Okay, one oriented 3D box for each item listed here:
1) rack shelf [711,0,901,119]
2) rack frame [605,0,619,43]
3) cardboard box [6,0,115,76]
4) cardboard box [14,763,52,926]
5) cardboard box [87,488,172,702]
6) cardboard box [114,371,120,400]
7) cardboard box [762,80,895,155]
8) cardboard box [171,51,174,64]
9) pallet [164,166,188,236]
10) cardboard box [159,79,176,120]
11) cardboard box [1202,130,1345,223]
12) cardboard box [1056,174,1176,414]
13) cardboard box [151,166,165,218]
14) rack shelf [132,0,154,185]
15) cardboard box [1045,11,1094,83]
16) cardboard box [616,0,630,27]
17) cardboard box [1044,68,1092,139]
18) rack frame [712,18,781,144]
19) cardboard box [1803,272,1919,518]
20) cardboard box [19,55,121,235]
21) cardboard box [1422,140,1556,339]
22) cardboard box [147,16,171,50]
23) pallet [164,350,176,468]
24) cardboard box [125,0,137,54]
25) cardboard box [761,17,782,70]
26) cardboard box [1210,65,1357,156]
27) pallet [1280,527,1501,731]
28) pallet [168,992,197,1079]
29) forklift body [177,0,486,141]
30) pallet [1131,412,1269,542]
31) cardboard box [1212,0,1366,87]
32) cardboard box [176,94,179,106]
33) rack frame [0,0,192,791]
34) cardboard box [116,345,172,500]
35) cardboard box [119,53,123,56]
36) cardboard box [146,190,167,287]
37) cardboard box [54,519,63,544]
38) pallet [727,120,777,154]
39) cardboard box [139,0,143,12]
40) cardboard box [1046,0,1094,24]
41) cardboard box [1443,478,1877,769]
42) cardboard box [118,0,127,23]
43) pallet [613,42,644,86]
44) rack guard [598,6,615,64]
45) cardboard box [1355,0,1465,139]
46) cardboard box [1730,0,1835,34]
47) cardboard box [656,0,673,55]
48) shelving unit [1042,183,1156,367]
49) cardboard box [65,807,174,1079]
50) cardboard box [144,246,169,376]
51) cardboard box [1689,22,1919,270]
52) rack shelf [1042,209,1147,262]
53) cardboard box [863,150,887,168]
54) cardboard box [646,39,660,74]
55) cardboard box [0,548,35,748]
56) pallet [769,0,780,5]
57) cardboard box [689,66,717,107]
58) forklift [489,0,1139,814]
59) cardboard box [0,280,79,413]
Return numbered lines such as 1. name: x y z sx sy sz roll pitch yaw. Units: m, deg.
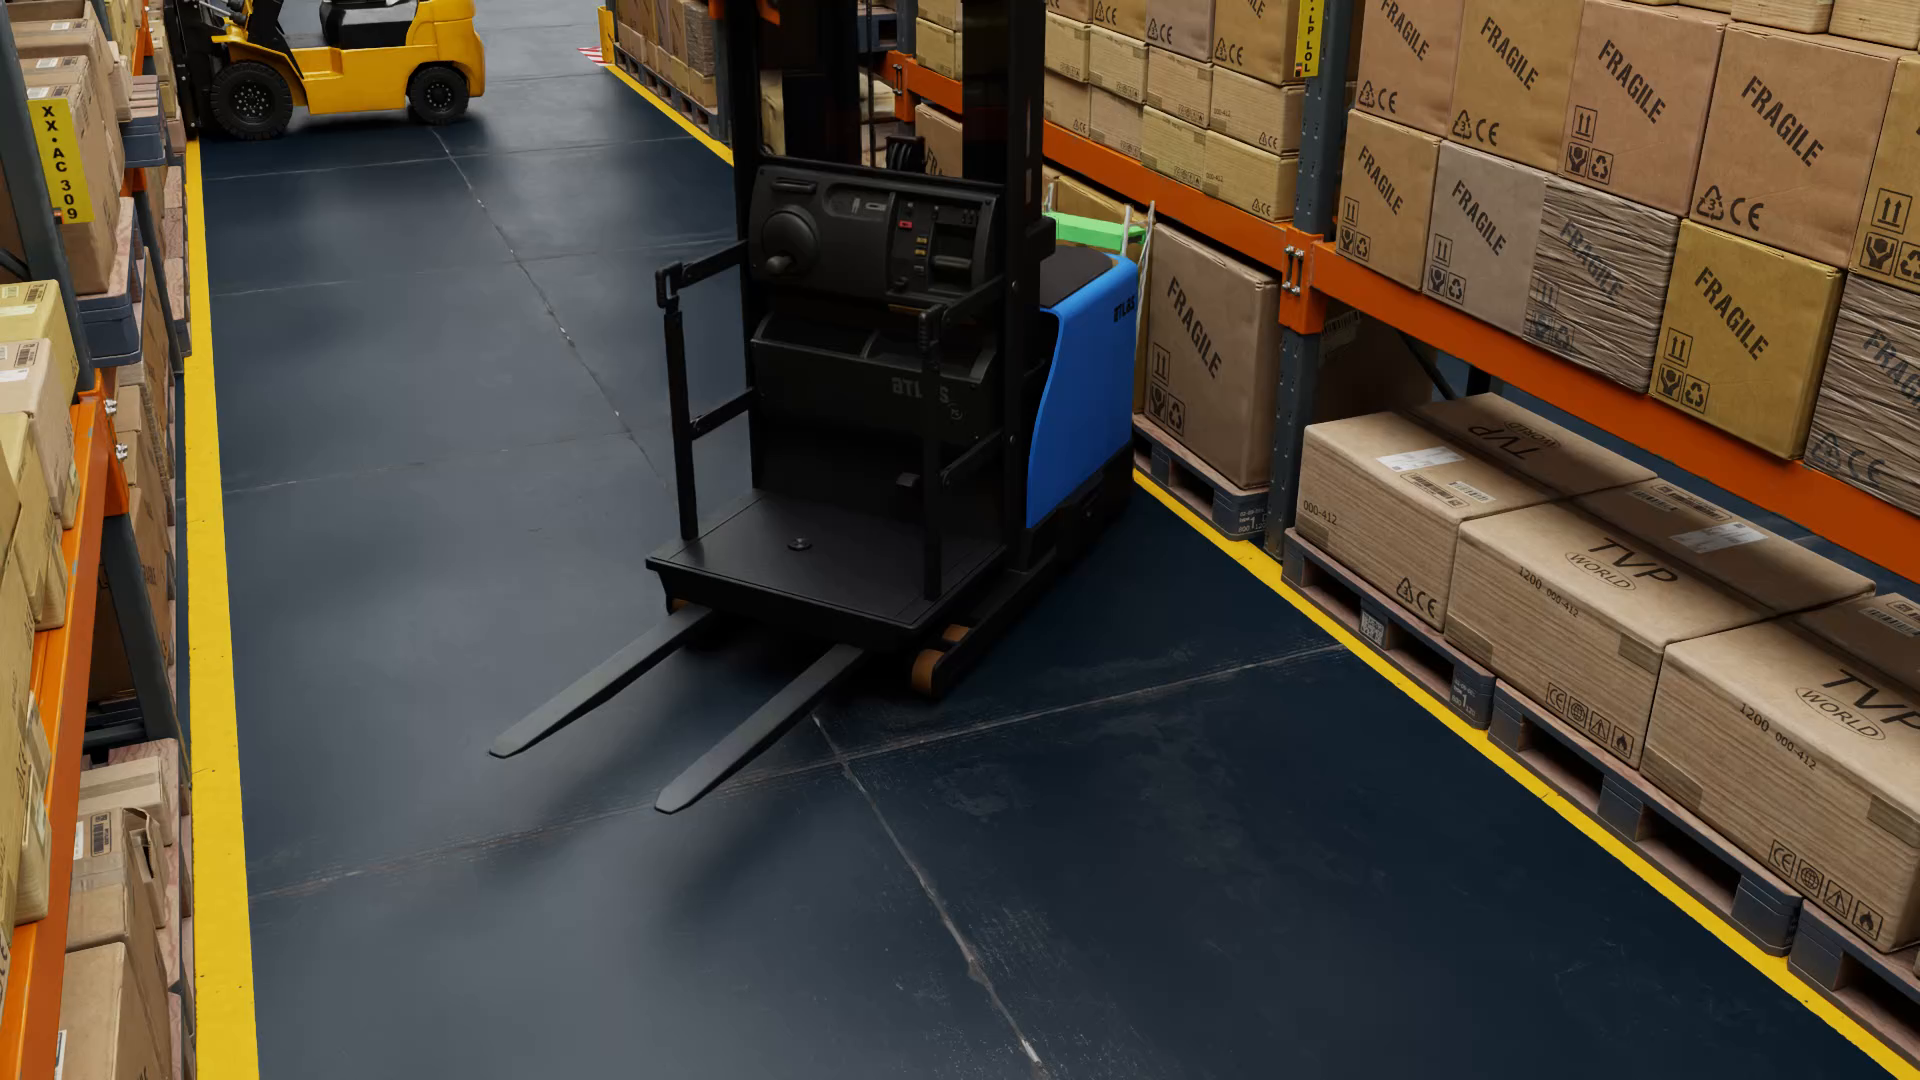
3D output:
1. rack shelf: -0.653 -3.464 11.246 1.077 0.370 4.000 -11 28 -21
2. rack frame: -3.003 -6.210 16.050 1.000 3.000 0.127 -11 28 -21
3. cardboard box: -3.626 -1.734 6.286 0.797 0.503 0.637 -11 28 -22
4. cardboard box: -1.638 0.508 2.576 0.380 0.149 0.250 -11 28 -22
5. cardboard box: -2.851 0.190 5.313 0.500 0.500 0.500 -9 28 -18
6. cardboard box: -3.334 -0.575 6.139 0.380 0.149 0.250 -10 28 -19
7. cardboard box: -0.944 -3.102 12.201 0.950 0.372 0.625 -9 27 -17
8. cardboard box: -6.490 -3.779 13.156 0.500 0.250 0.500 -11 28 -21
9. pallet: -5.677 -2.197 11.009 1.003 0.211 1.213 -11 28 -21
10. cardboard box: -5.907 -3.167 11.902 0.500 0.250 0.500 -11 28 -21
11. cardboard box: 1.289 -1.436 6.443 0.500 0.250 0.500 -11 28 -22
12. cardboard box: 1.019 -1.199 7.730 0.875 0.875 0.875 -10 28 -19
13. cardboard box: -5.490 -2.339 10.349 0.875 0.625 0.625 -11 28 -21
14. rack shelf: -5.219 -2.610 9.497 1.077 0.370 4.000 -11 28 -21
15. cardboard box: 0.673 -2.271 7.584 0.500 0.250 0.500 -10 28 -20
16. cardboard box: -2.931 -5.117 15.612 0.500 0.500 0.500 -12 28 -22
17. cardboard box: 0.704 -2.056 7.714 0.500 0.250 0.500 -11 28 -21
18. rack frame: -1.436 -4.595 12.742 1.000 3.000 0.127 -11 28 -21
19. cardboard box: 2.438 -0.356 3.946 0.500 0.500 0.500 -10 28 -19
20. cardboard box: -3.055 -1.187 5.170 0.700 0.500 0.500 -10 28 -20
21. cardboard box: 1.833 -0.972 5.208 0.500 0.500 0.500 -10 28 -20
22. cardboard box: -6.299 -3.799 12.628 0.500 0.250 0.500 -10 28 -19
23. pallet: -4.178 -0.565 7.666 1.003 0.211 1.213 -11 28 -21
24. cardboard box: -4.986 -2.900 9.441 0.500 0.250 0.500 -10 28 -19
25. cardboard box: -1.419 -4.170 13.672 0.500 0.500 0.500 -9 27 -18
26. cardboard box: 1.300 -1.659 6.330 0.500 0.250 0.500 -11 28 -21
27. pallet: 1.923 0.208 6.083 1.003 0.211 1.213 -11 28 -21
28. pallet: -2.119 1.513 3.411 1.003 0.211 1.213 -11 28 -21
29. forklift body: -5.147 -4.522 13.560 2.313 2.155 1.214 -11 28 -21
30. pallet: 1.325 -0.411 7.351 1.003 0.211 1.213 -11 28 -21
31. cardboard box: 1.291 -1.997 6.167 0.500 0.500 0.500 -10 28 -19
32. cardboard box: -6.100 -3.148 12.434 0.500 0.250 0.500 -11 28 -22
33. rack frame: -2.869 -0.511 4.378 1.000 3.000 0.127 -11 28 -21
34. cardboard box: -3.458 -0.436 6.595 0.500 0.500 0.500 -12 28 -22
35. cardboard box: -4.384 -2.279 8.171 0.500 0.250 0.500 -10 28 -20
36. cardboard box: -4.667 -1.502 8.634 0.875 0.625 0.625 -10 28 -19
37. cardboard box: -2.188 0.000 3.618 0.380 0.149 0.250 -10 28 -19
38. pallet: -1.130 -3.028 12.711 1.003 0.211 1.213 -11 28 -21
39. cardboard box: -5.564 -3.515 10.701 0.500 0.250 0.500 -10 28 -19
40. cardboard box: 0.684 -2.619 7.441 0.500 0.500 0.500 -10 28 -20
41. cardboard box: 2.195 0.231 5.301 0.875 0.438 0.875 -11 28 -22
42. cardboard box: -4.768 -2.921 8.915 0.500 0.250 0.500 -11 28 -22
43. pallet: -2.687 -4.592 15.914 1.003 0.211 1.213 -11 28 -21
44. rack guard: -2.973 -5.056 16.535 1.175 0.500 0.348 -11 28 -21
45. cardboard box: 1.660 -1.626 5.407 0.500 0.500 0.500 -10 28 -20
46. cardboard box: 2.161 -1.361 4.126 0.380 0.149 0.250 -10 28 -20
47. cardboard box: -2.316 -4.489 14.325 0.500 0.500 0.500 -9 27 -18
48. shelving unit: 0.487 -0.883 7.151 0.503 1.200 0.258 17 23 28
49. cardboard box: -2.160 1.004 3.644 0.700 0.500 0.500 -12 28 -23
50. cardboard box: -4.072 -1.057 7.867 0.500 0.500 0.500 -10 28 -19
51. cardboard box: 2.238 -1.008 4.142 0.500 0.500 0.500 -11 28 -21
52. rack shelf: 0.523 -1.272 7.006 0.480 0.148 0.258 17 23 28
53. cardboard box: -0.082 -2.218 10.390 0.950 0.372 0.625 -13 29 -24
54. cardboard box: -2.523 -4.364 14.925 0.500 0.250 0.500 -9 27 -17
55. cardboard box: -1.851 0.198 2.758 0.500 0.250 0.500 -11 28 -22
56. pallet: -0.683 -3.686 11.099 1.003 0.211 1.213 -11 28 -21
57. cardboard box: -1.915 -3.741 13.648 0.500 0.250 0.500 -9 28 -18
58. forklift: -0.406 -1.005 5.467 1.130 2.935 3.031 13 29 25
59. cardboard box: -2.445 -0.414 4.010 0.500 0.250 0.500 -10 28 -19
